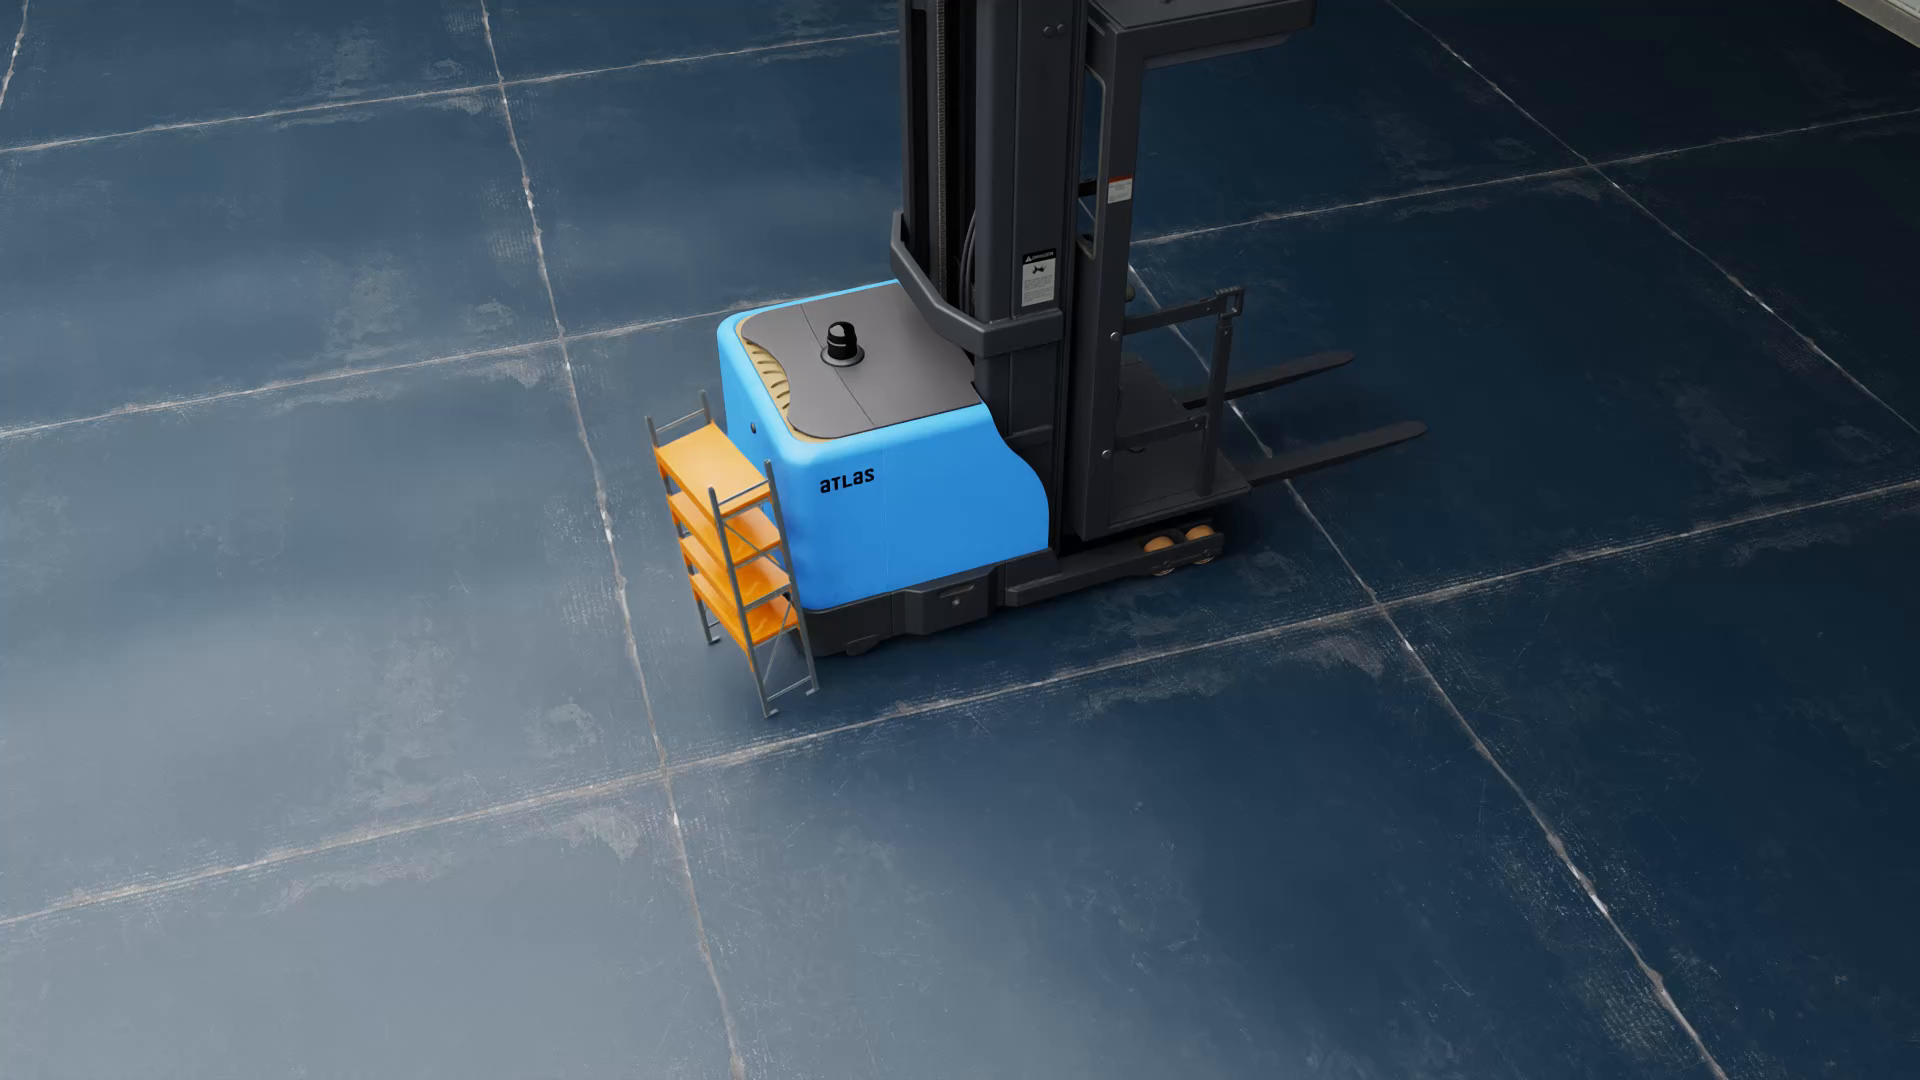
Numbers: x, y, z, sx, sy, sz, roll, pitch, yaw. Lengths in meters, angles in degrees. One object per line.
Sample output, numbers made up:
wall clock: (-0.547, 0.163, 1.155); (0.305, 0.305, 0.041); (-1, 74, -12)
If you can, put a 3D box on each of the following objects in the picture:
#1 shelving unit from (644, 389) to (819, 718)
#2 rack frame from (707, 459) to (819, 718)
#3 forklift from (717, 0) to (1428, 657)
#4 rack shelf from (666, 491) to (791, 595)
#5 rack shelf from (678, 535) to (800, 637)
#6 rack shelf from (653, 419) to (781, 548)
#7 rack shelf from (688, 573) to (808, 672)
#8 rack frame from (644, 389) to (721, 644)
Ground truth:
shelving unit: (-0.840, 0.073, 6.238); (0.258, 1.200, 0.503); (-28, 48, -21)
rack frame: (-0.705, 0.207, 6.085); (0.240, 1.200, 0.015); (-28, 48, -21)
forklift: (0.583, -1.260, 6.465); (3.031, 2.935, 1.130); (-15, 43, -17)
rack shelf: (-0.853, -0.039, 6.129); (0.258, 0.148, 0.480); (-28, 48, -21)
rack shelf: (-0.835, 0.121, 6.284); (0.258, 0.148, 0.480); (-28, 48, -21)
rack shelf: (-0.871, -0.208, 5.965); (0.258, 0.148, 0.480); (-28, 48, -21)
rack shelf: (-0.819, 0.263, 6.422); (0.258, 0.148, 0.480); (-28, 48, -21)
rack frame: (-0.975, -0.060, 6.391); (0.240, 1.200, 0.015); (-28, 48, -21)
